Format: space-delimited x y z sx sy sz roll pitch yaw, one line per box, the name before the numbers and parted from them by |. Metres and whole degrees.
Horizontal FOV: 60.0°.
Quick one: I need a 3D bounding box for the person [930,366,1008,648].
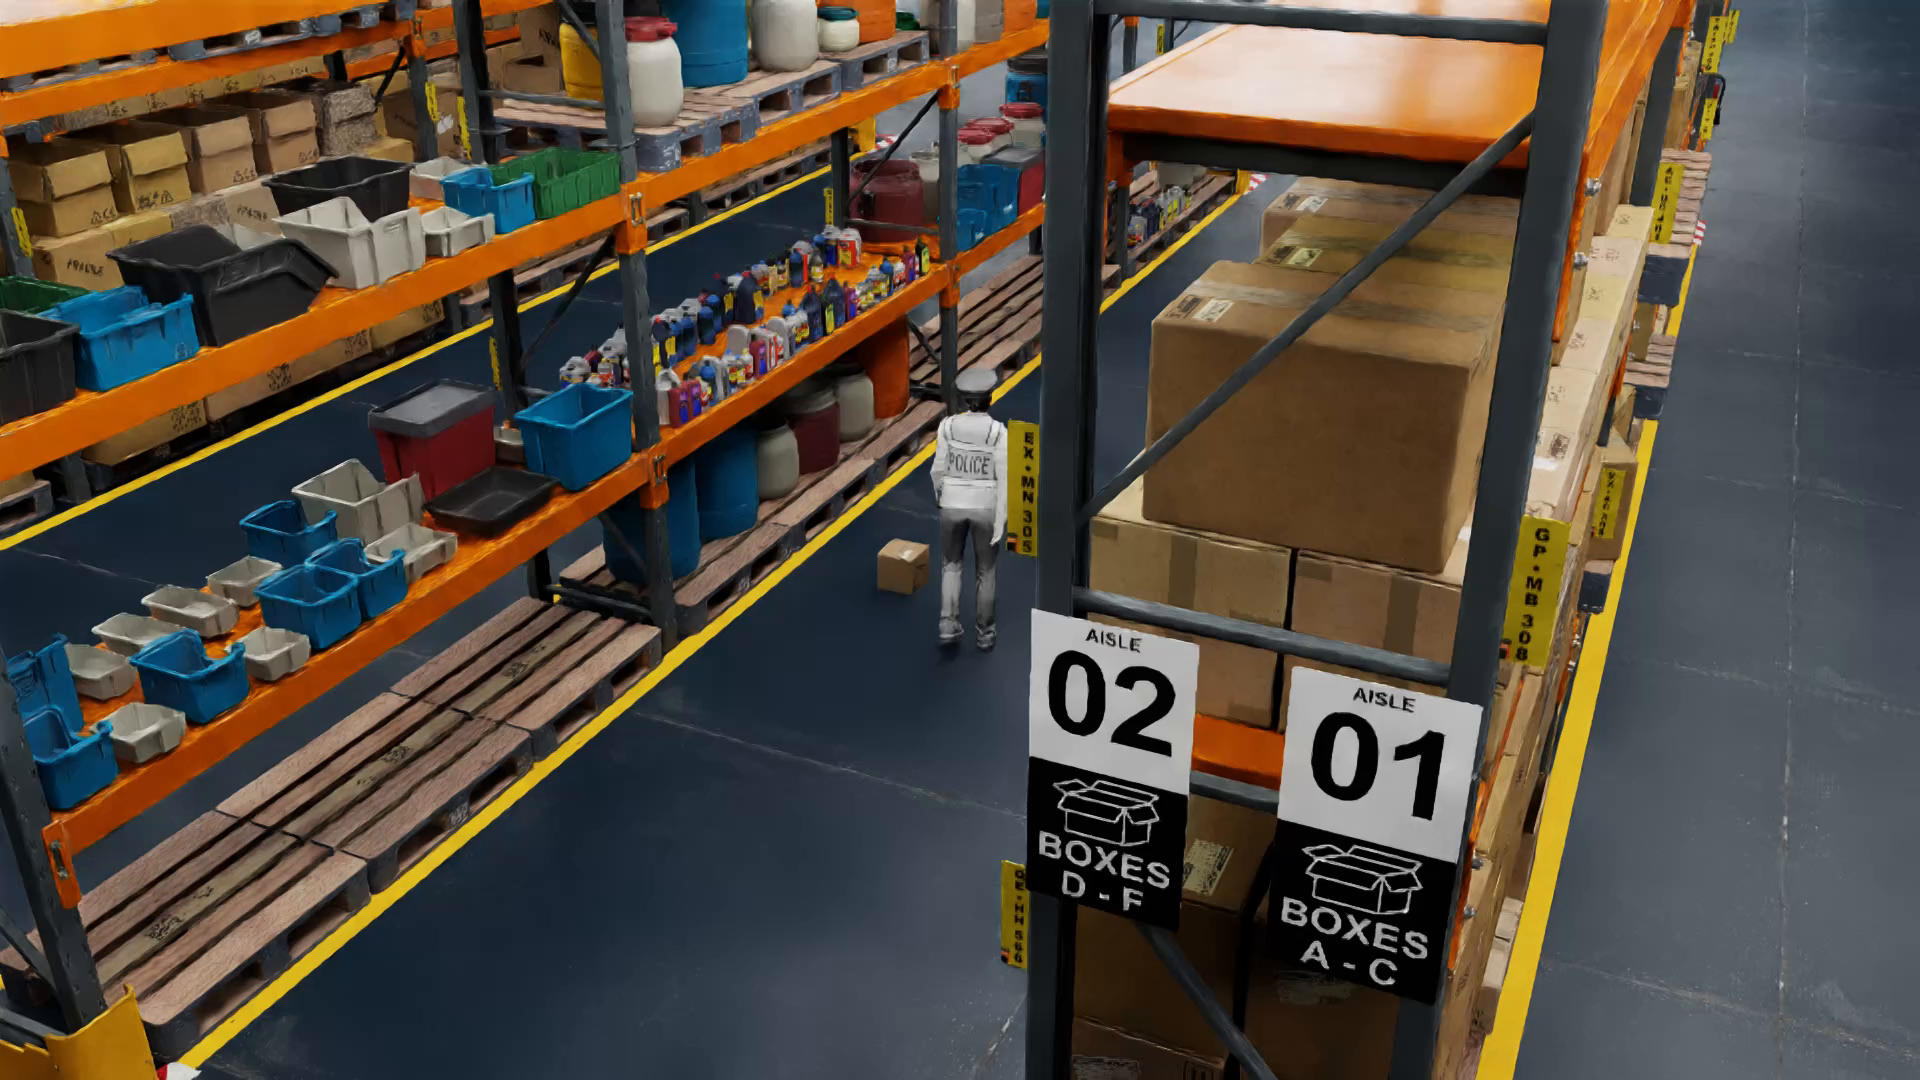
person | 0.062 -0.144 9.720 0.493 1.652 0.616 4 27 8
